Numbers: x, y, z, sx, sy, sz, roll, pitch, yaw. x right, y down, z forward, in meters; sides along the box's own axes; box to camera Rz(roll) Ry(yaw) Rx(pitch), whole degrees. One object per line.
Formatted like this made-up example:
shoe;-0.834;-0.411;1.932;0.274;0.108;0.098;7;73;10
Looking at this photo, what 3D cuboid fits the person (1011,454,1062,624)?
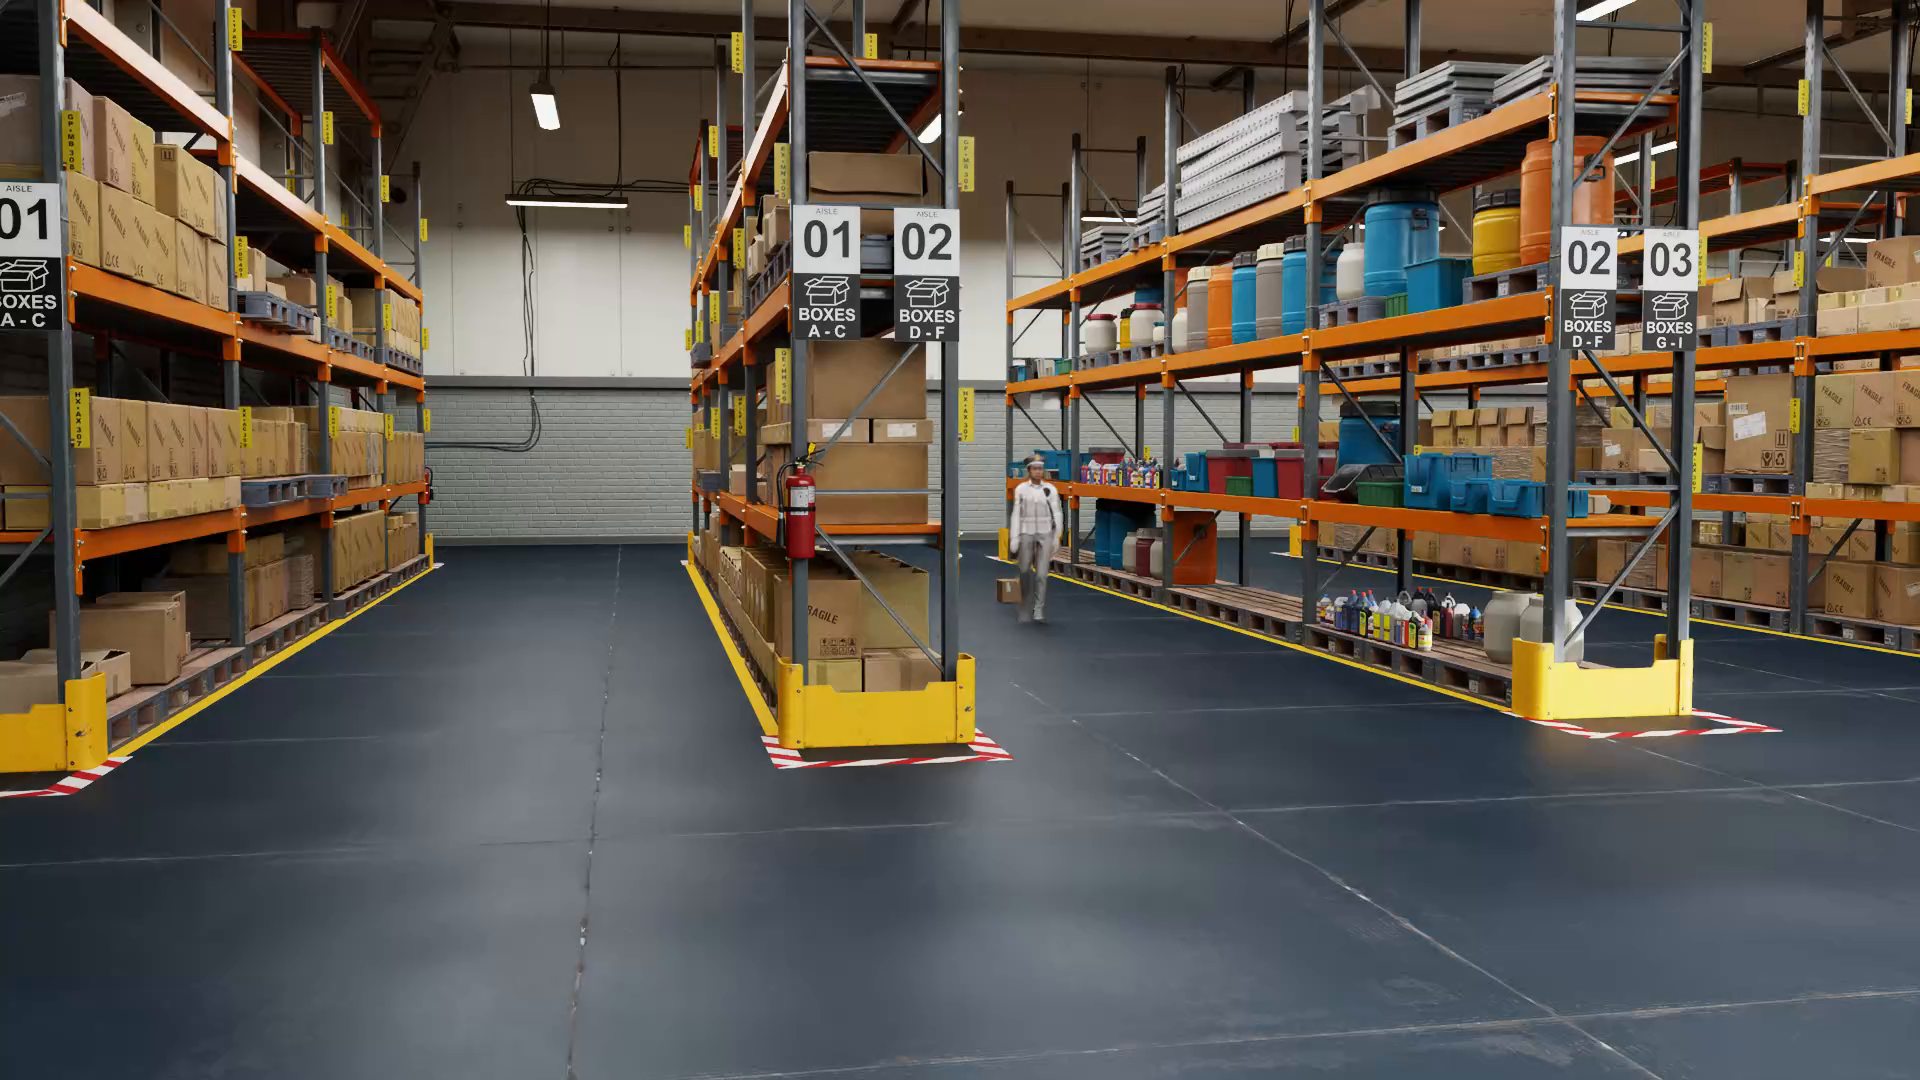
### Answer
person;0.778;-0.004;16.814;0.515;1.726;0.443;0;3;-2
